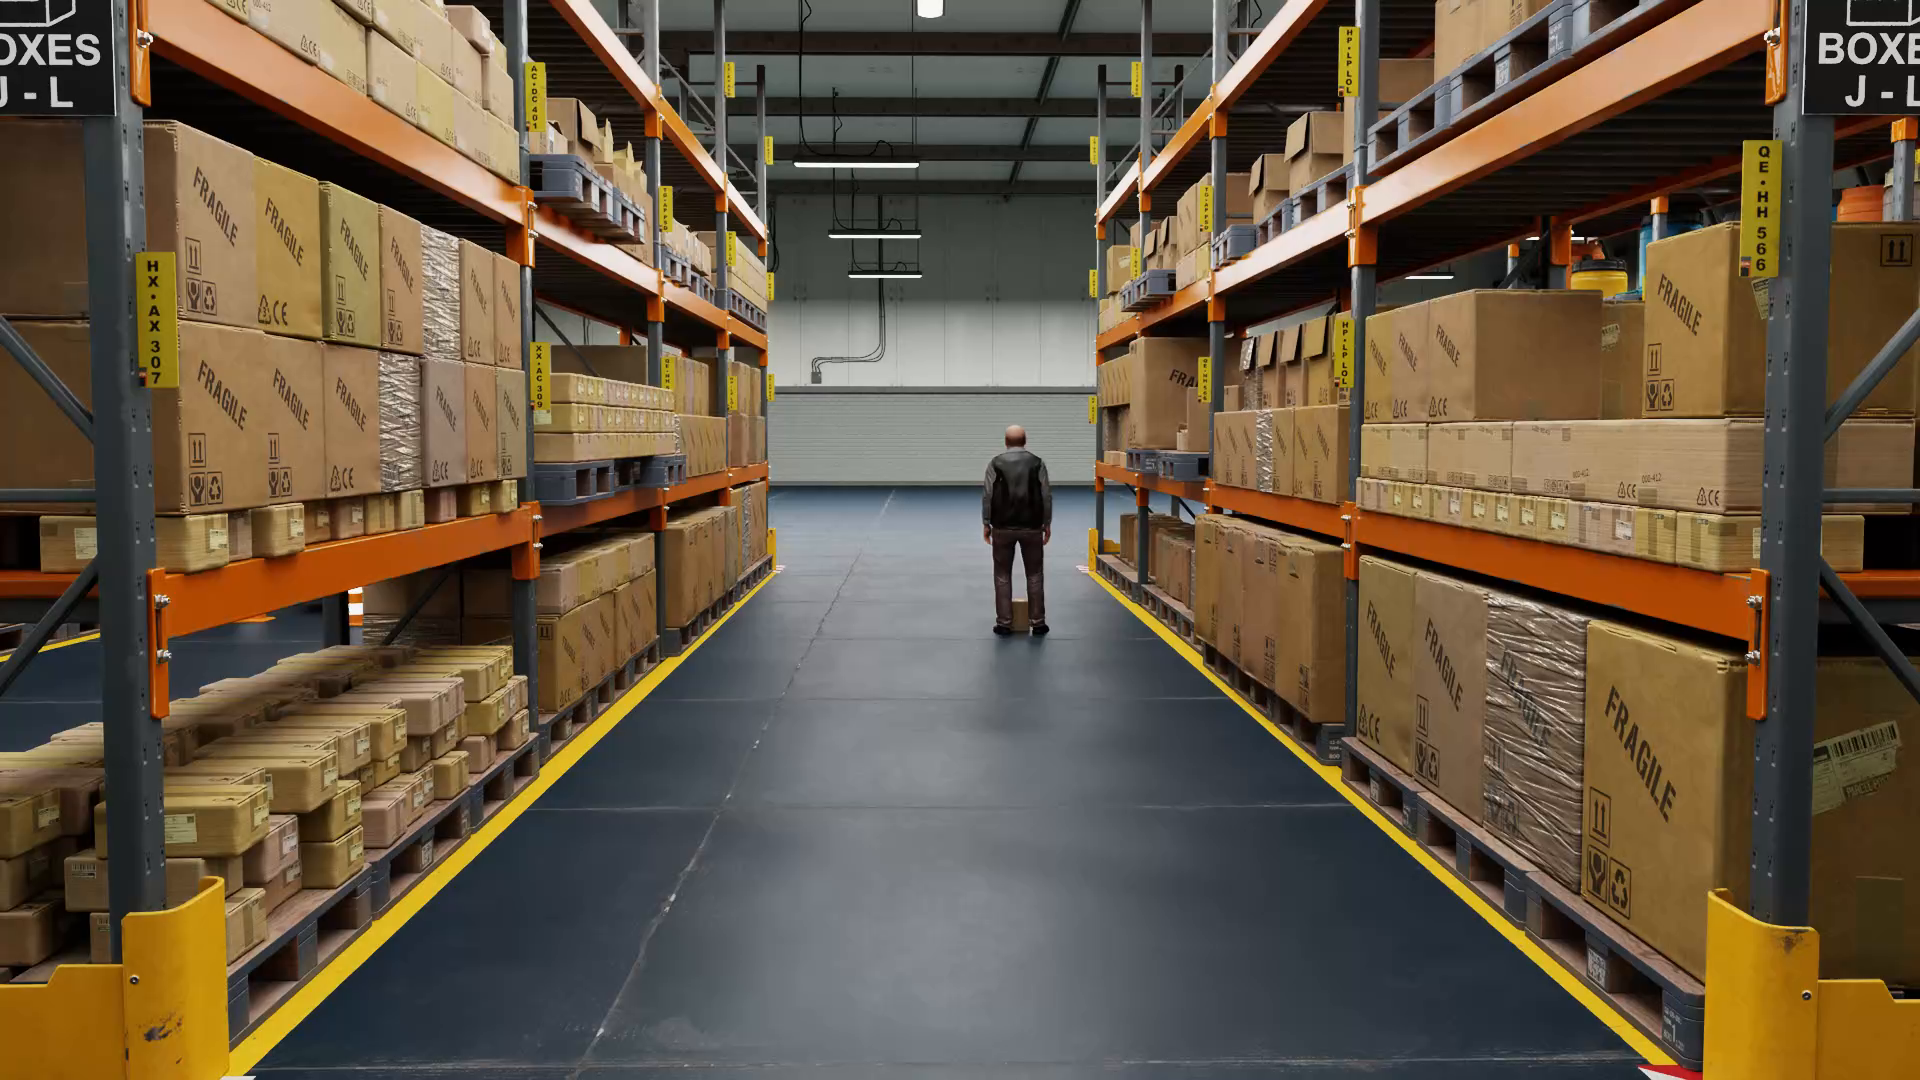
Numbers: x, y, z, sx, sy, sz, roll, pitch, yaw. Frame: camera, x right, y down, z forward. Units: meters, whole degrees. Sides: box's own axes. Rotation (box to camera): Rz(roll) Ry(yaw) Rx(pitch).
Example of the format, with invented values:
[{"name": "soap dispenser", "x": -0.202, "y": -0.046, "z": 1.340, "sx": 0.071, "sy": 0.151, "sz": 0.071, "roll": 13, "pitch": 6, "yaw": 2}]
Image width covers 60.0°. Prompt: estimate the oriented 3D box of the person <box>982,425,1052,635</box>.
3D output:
[{"name": "person", "x": 0.474, "y": -0.086, "z": 13.726, "sx": 0.580, "sy": 1.721, "sz": 0.418, "roll": 0, "pitch": 4, "yaw": -1}]
